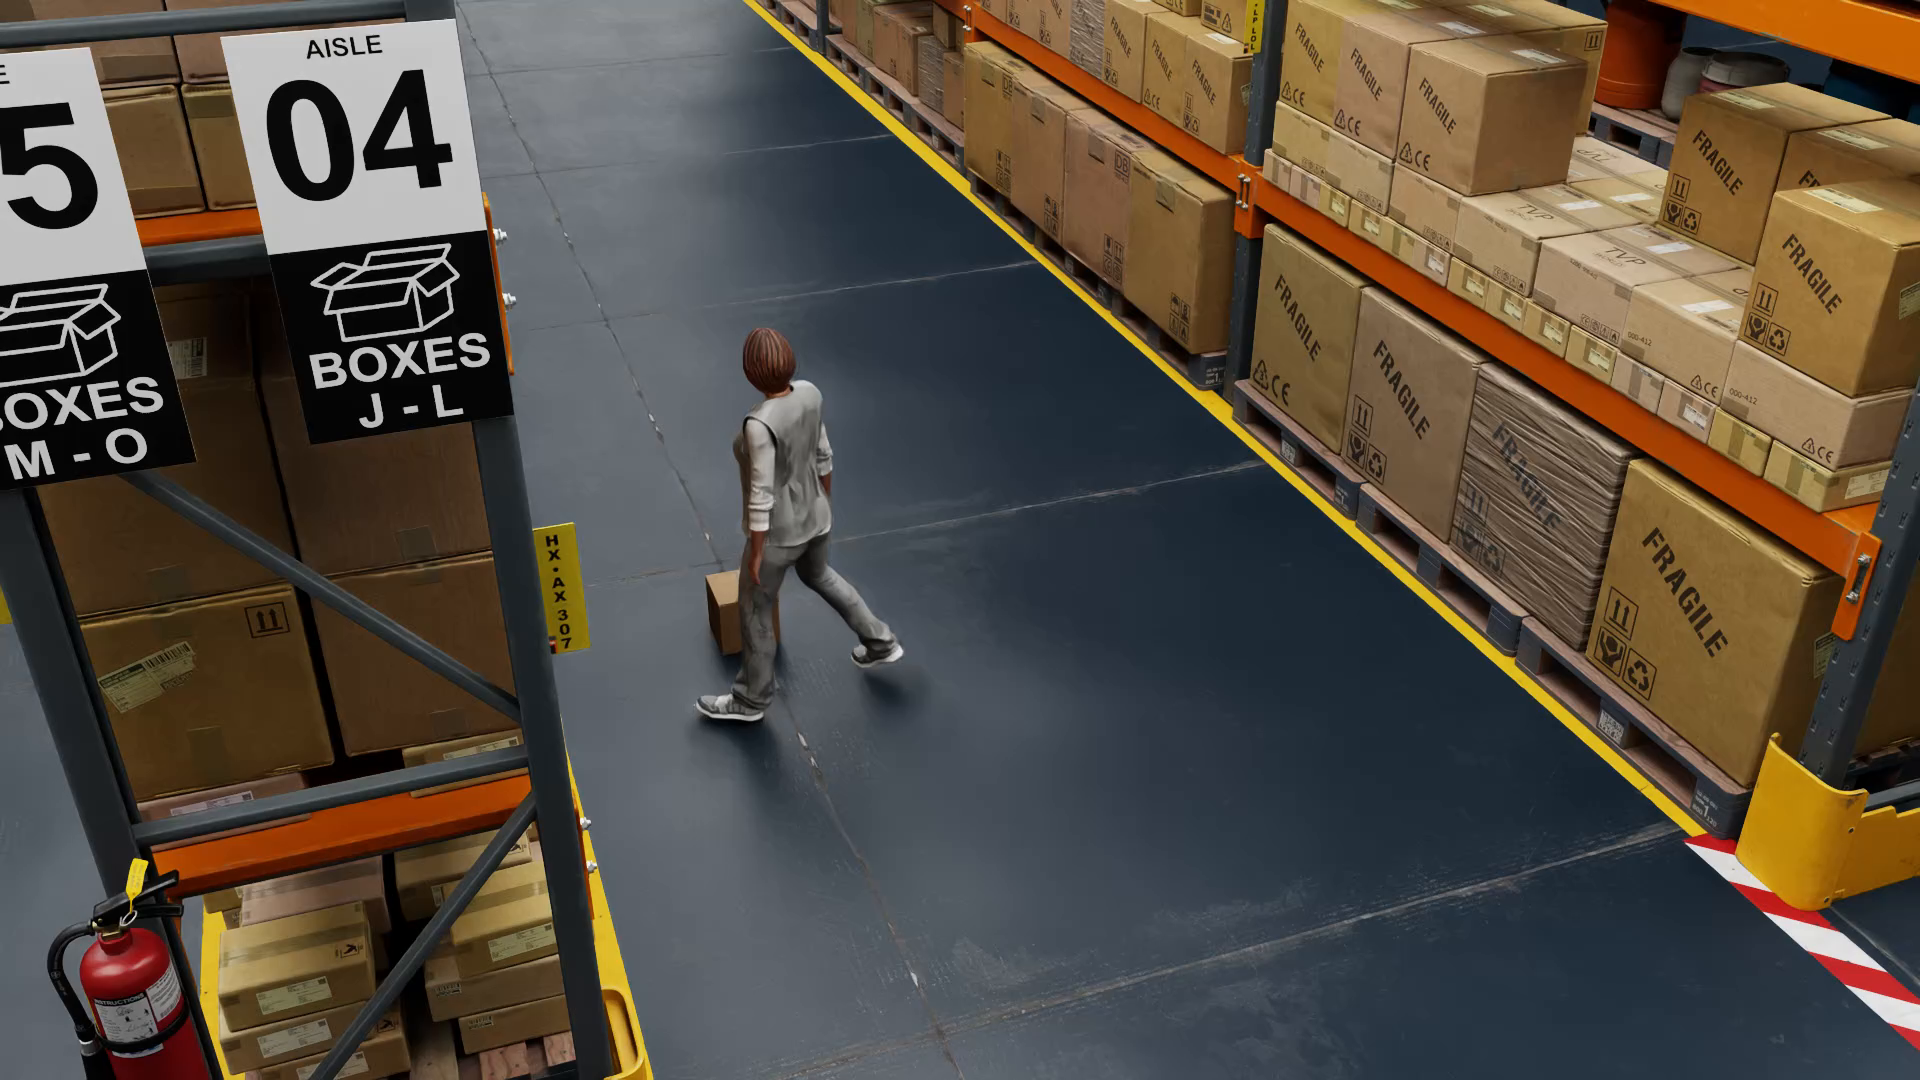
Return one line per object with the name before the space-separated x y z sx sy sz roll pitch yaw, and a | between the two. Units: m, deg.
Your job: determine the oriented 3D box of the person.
person | -0.621 -0.054 6.233 0.629 1.571 0.625 16 34 25
